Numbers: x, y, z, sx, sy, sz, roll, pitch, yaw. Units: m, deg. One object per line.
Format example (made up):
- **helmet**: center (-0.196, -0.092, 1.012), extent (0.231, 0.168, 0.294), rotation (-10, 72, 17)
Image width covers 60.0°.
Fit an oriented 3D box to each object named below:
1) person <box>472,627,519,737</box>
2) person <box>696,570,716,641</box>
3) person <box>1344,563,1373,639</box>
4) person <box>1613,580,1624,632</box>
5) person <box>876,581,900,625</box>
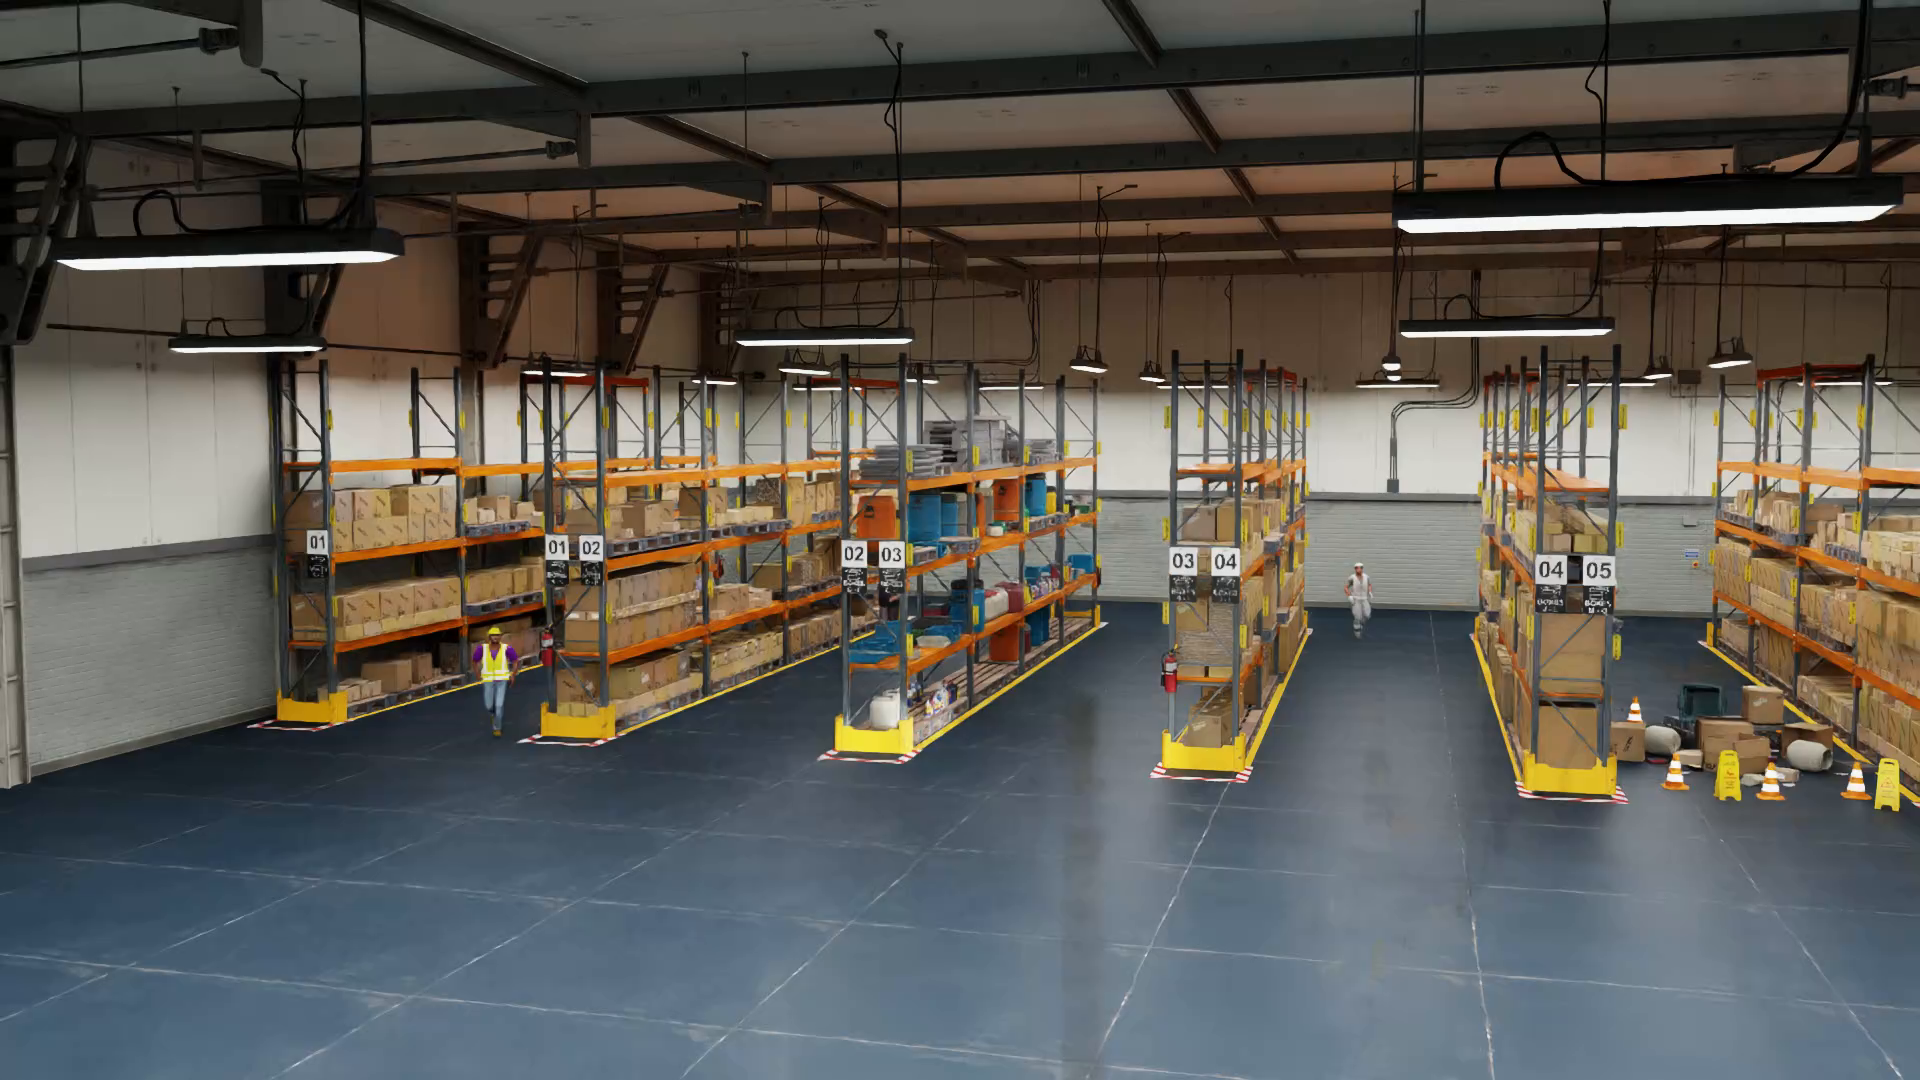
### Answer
- **person**: center (-7.411, 2.242, 26.520), extent (0.737, 1.735, 0.603), rotation (-1, 4, -9)
- **person**: center (-5.817, 1.473, 37.802), extent (0.609, 1.650, 0.737), rotation (1, 4, 9)
- **person**: center (9.172, 1.396, 38.077), extent (0.685, 1.747, 0.501), rotation (-1, 4, -7)
- **person**: center (14.932, 1.448, 38.293), extent (0.769, 1.655, 0.607), rotation (1, 4, 8)
- **person**: center (-1.475, 1.428, 34.730), extent (0.656, 1.716, 0.763), rotation (1, 4, 13)
